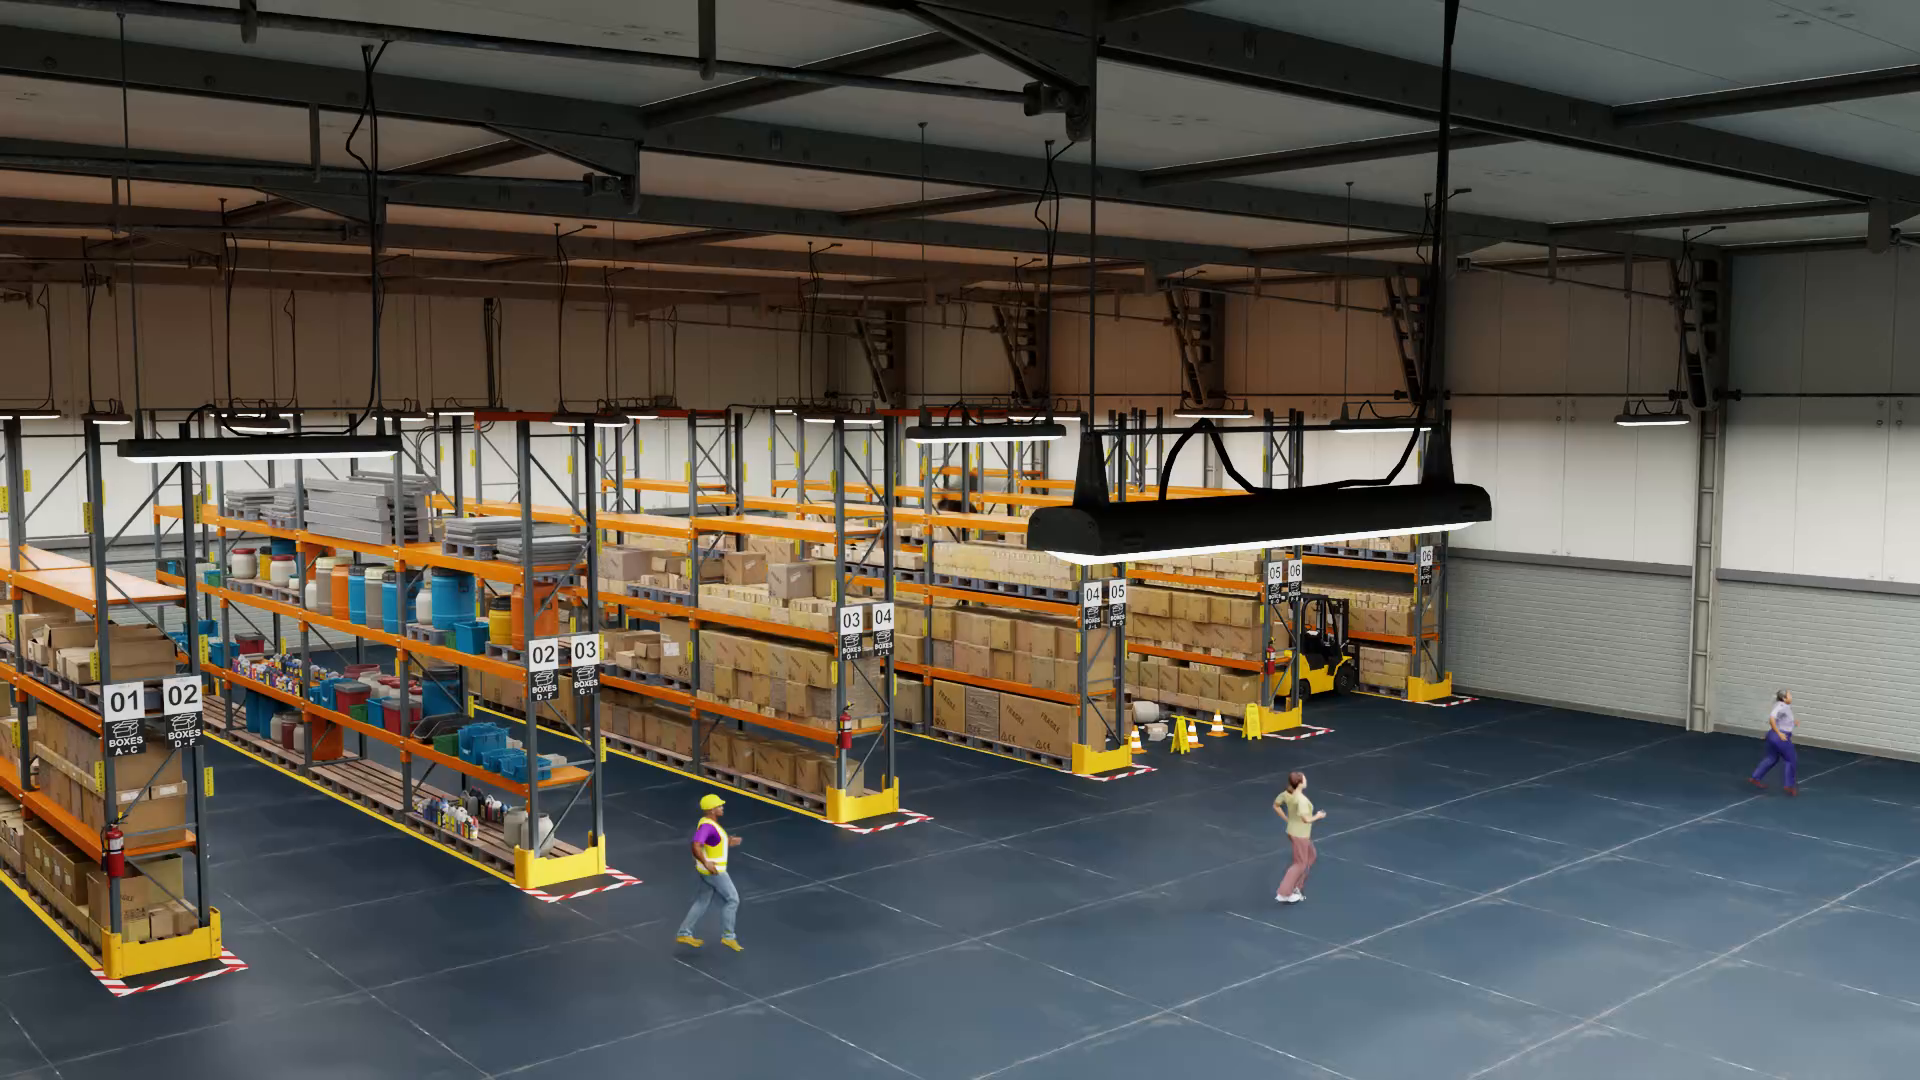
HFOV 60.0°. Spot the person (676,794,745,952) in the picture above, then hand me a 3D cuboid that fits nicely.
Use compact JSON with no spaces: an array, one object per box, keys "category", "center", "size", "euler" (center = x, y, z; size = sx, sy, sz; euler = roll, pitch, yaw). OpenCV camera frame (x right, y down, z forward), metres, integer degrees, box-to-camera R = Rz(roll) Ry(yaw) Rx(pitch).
[{"category":"person","center":[-2.831,3.795,18.888],"size":[0.793,1.832,0.675],"euler":[-2,5,-21]}]

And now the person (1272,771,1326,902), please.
[{"category":"person","center":[4.223,3.690,20.660],"size":[0.620,1.678,0.561],"euler":[-1,5,-13]}]

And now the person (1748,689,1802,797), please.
[{"category":"person","center":[12.944,3.200,26.377],"size":[0.756,1.700,0.596],"euler":[1,5,12]}]

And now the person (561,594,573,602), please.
[{"category":"person","center":[-9.206,2.028,38.929],"size":[0.672,1.798,0.872],"euler":[-1,5,-12]}]
